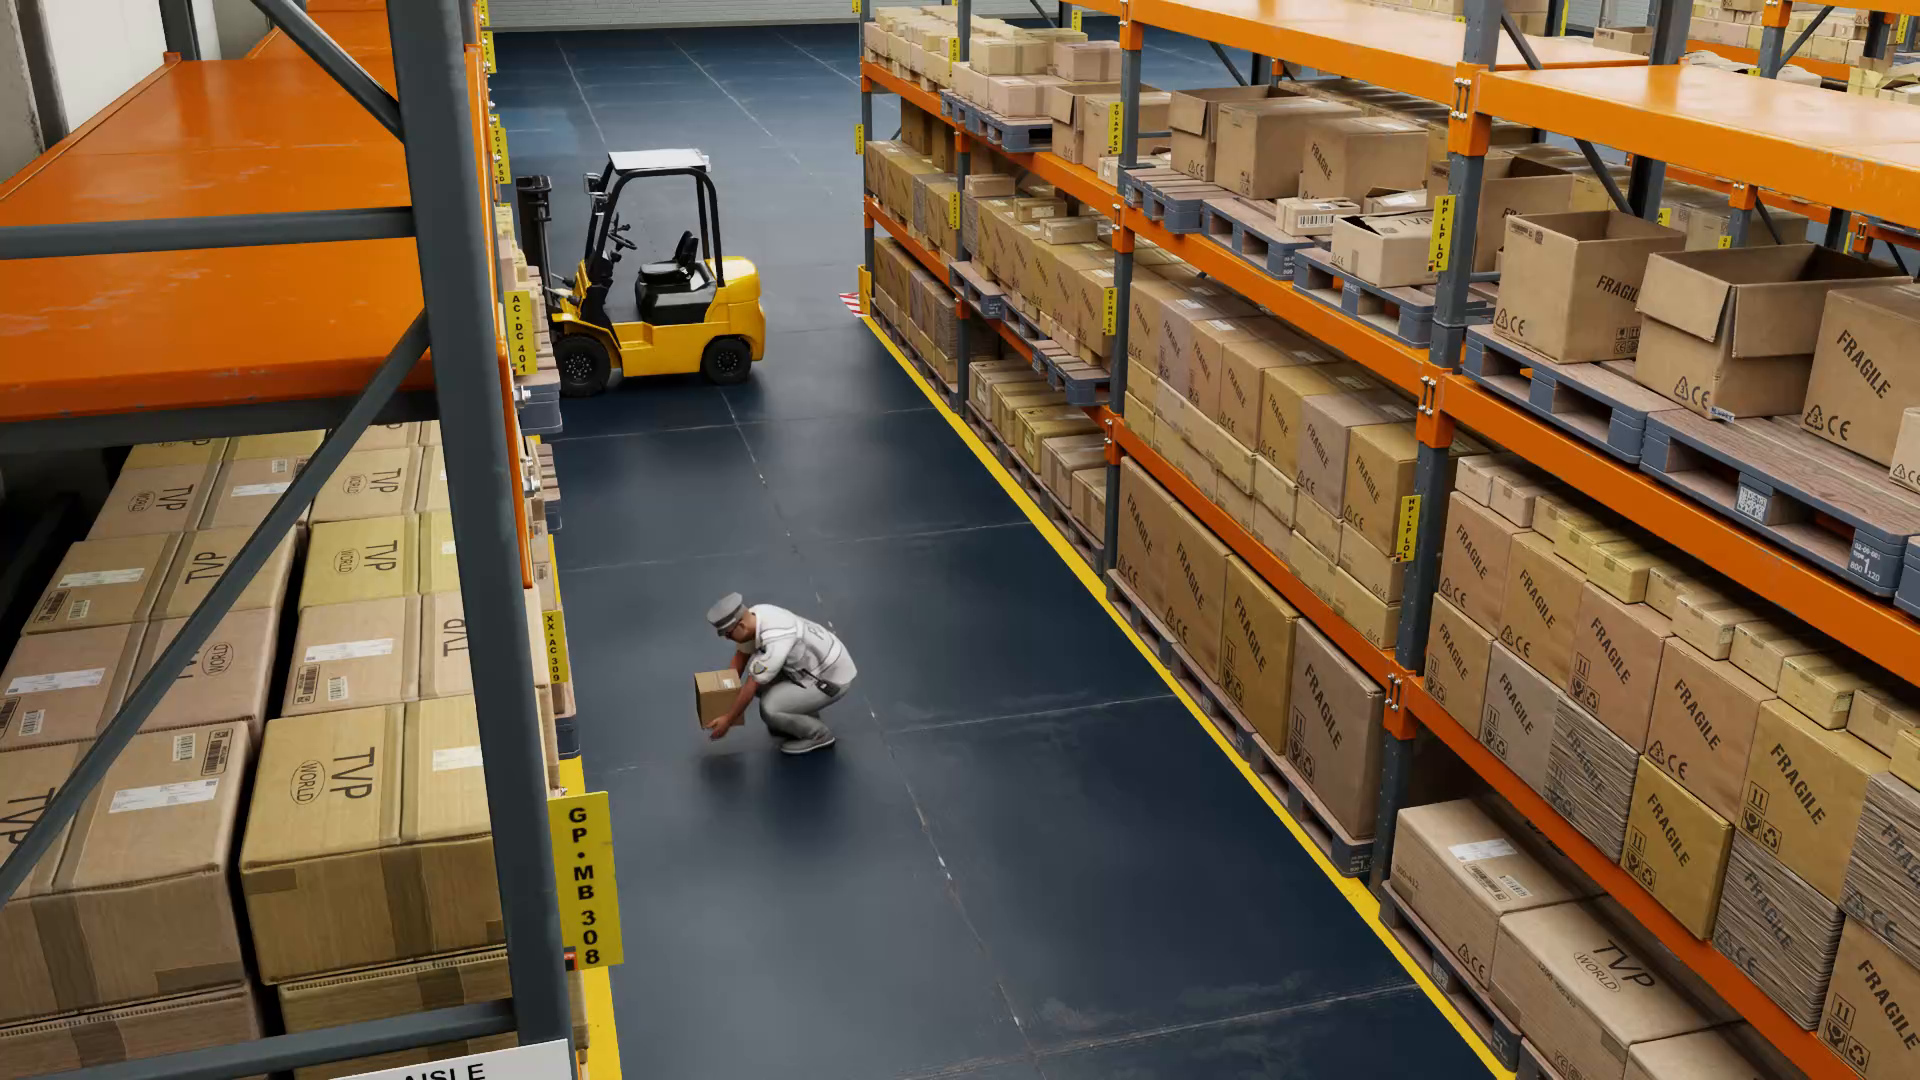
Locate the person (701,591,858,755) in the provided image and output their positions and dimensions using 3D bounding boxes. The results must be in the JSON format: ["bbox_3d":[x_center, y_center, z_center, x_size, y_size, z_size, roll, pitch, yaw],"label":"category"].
[{"bbox_3d":[-1.067,0.740,9.788,0.921,1.021,0.530,-7,24,-15],"label":"person"}]
